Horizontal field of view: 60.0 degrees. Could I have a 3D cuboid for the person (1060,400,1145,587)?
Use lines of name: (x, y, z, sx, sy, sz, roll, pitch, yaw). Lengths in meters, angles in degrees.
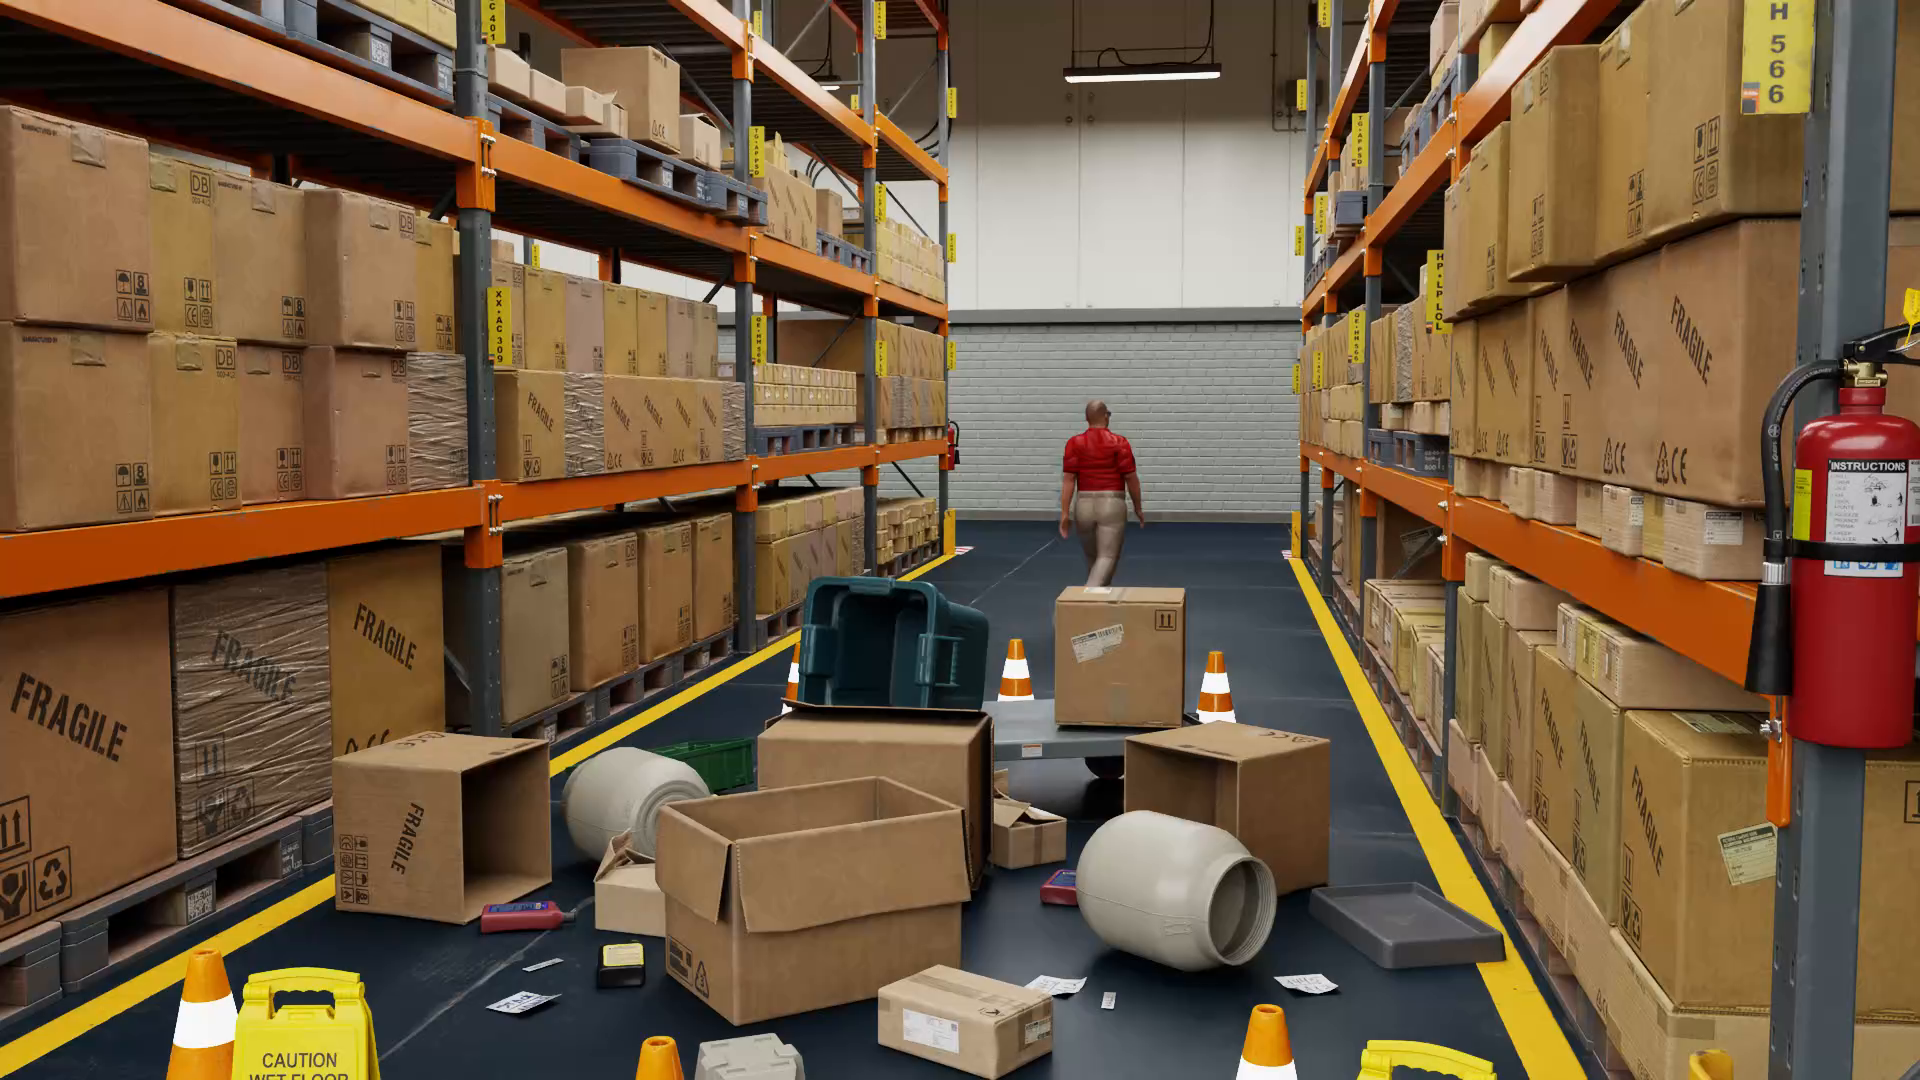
person: (1.076, -0.210, 12.461, 0.561, 1.673, 1.037, 2, 5, 26)
